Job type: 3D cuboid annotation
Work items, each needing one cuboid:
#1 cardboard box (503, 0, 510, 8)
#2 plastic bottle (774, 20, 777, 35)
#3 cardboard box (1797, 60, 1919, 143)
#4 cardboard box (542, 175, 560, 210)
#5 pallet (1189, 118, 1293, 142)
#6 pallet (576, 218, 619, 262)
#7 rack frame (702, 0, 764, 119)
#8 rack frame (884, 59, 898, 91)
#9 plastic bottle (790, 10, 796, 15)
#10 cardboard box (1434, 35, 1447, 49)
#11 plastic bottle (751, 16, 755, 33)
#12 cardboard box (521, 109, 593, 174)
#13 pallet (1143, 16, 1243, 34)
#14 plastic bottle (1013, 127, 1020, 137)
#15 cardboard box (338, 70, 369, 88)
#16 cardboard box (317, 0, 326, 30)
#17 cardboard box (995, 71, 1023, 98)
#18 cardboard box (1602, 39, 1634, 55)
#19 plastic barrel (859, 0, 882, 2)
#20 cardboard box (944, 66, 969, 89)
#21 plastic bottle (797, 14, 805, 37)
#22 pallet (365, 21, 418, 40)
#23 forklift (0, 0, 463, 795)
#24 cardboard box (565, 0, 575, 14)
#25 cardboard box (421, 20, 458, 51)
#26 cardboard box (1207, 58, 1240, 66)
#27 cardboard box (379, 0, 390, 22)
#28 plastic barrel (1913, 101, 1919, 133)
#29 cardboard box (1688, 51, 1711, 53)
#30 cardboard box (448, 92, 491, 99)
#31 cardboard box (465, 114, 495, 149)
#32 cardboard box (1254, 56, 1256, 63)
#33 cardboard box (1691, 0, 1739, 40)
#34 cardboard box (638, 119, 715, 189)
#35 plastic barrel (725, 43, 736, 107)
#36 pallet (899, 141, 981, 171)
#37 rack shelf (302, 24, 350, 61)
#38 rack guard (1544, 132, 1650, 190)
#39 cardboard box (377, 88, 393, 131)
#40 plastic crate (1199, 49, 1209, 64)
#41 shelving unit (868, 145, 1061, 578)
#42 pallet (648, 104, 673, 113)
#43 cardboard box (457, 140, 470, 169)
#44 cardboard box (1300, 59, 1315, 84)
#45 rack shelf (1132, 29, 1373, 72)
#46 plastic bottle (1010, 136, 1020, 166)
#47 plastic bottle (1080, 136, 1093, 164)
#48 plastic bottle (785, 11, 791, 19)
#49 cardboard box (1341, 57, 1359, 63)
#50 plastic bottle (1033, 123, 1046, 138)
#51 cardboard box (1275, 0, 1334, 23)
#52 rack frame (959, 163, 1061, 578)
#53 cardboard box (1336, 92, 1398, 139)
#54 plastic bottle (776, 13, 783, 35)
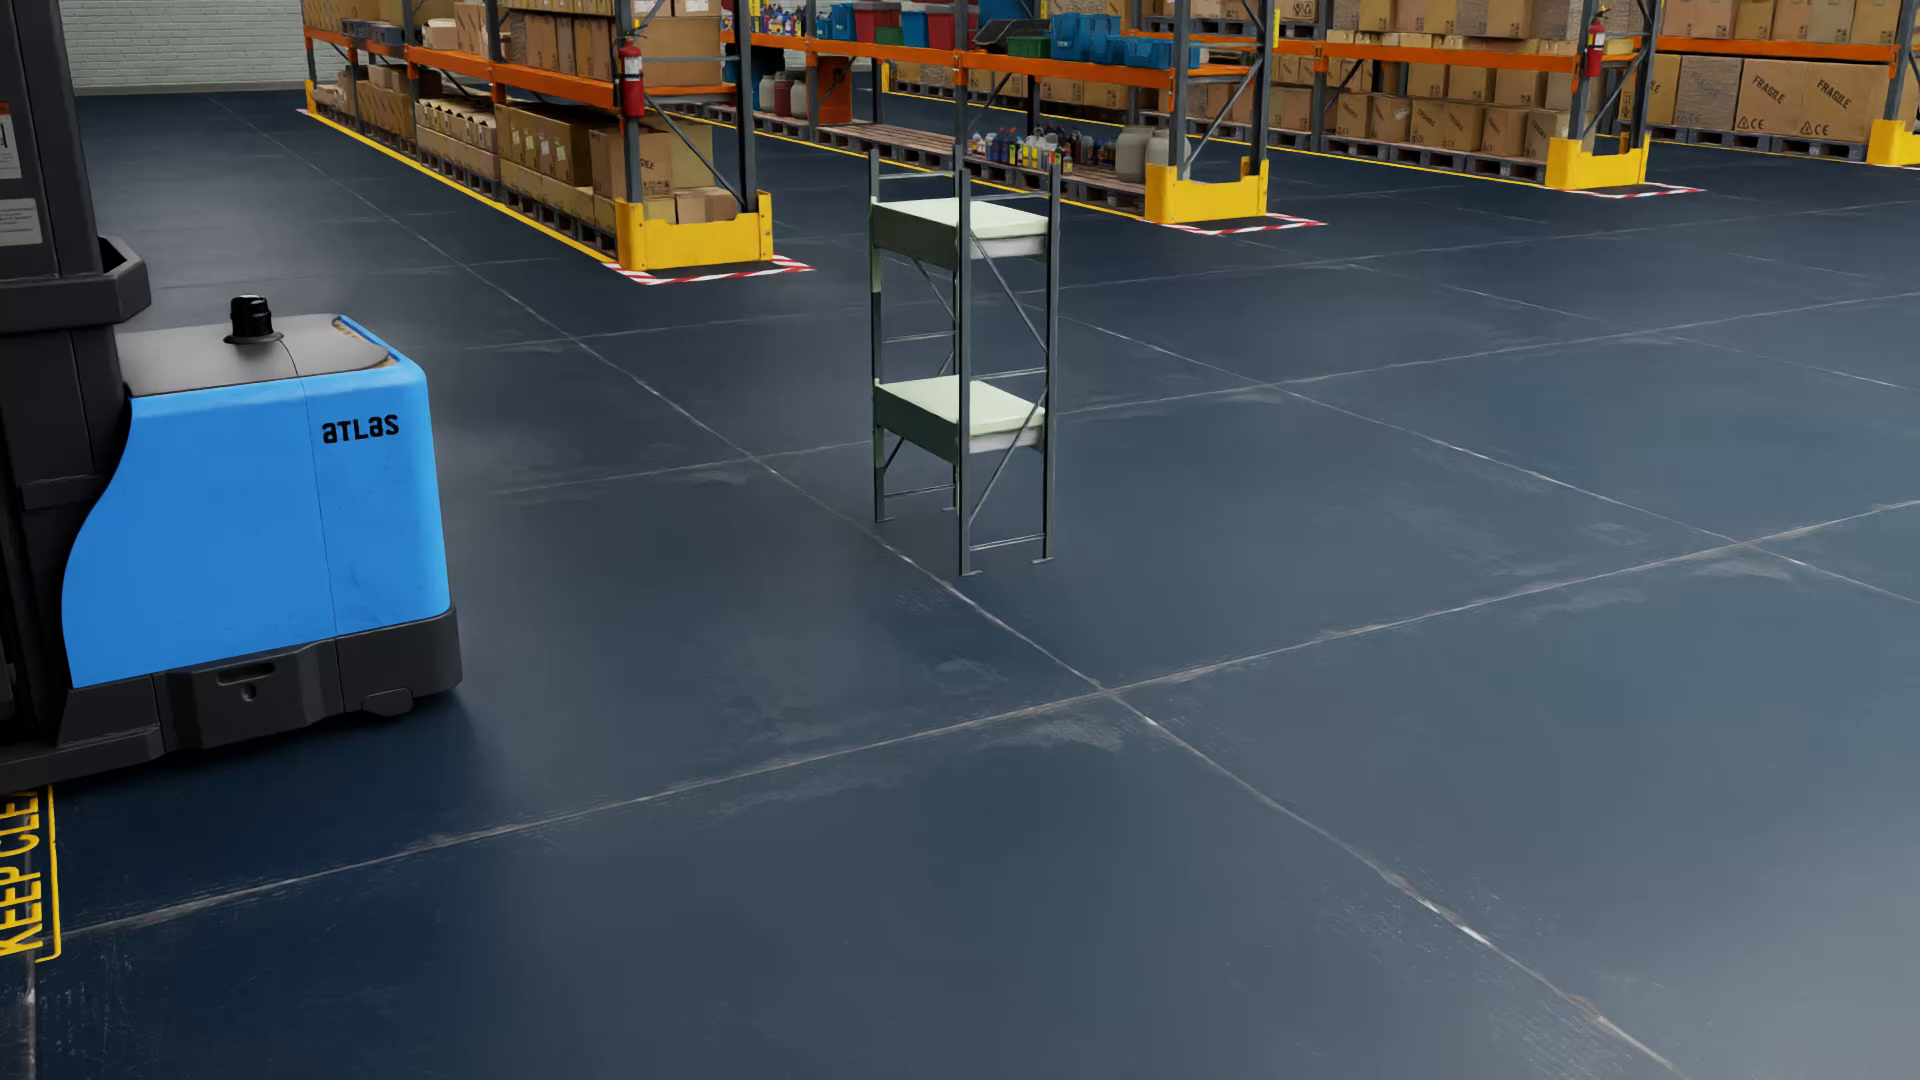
[{"bbox_3d":[-3.988,-4.973,15.296,0.380,0.149,0.250,-10,21,-27],"label":"cardboard box"},{"bbox_3d":[-2.431,-6.838,22.155,0.097,0.201,0.097,0,19,0],"label":"plastic bottle"},{"bbox_3d":[10.707,-5.229,19.799,0.875,0.875,0.875,-10,21,-26],"label":"cardboard box"},{"bbox_3d":[-3.284,-3.013,14.337,0.500,0.250,0.500,-10,21,-27],"label":"cardboard box"},{"bbox_3d":[3.820,-5.515,22.290,1.003,0.211,1.213,-10,21,-27],"label":"pallet"},{"bbox_3d":[-2.446,-2.472,13.473,1.003,0.211,1.213,-10,21,-27],"label":"pallet"},{"bbox_3d":[-3.383,-7.789,24.604,1.000,3.000,0.127,-10,21,-27],"label":"rack frame"},{"bbox_3d":[-0.924,-9.704,30.155,1.000,3.000,0.127,-10,21,-27],"label":"rack frame"},{"bbox_3d":[-2.325,-7.312,23.413,0.152,0.276,0.135,-10,21,-27],"label":"plastic bottle"},{"bbox_3d":[5.495,-5.539,18.470,0.380,0.149,0.250,-10,21,-27],"label":"cardboard box"},{"bbox_3d":[-2.784,-7.139,22.796,0.144,0.351,0.185,-10,21,-27],"label":"plastic bottle"},{"bbox_3d":[-3.526,-3.510,14.628,0.500,0.500,0.500,-10,21,-27],"label":"cardboard box"},{"bbox_3d":[3.307,-7.129,22.986,1.213,0.211,1.003,-10,21,-27],"label":"pallet"},{"bbox_3d":[0.561,-4.174,17.516,0.144,0.351,0.185,-10,21,-27],"label":"plastic bottle"},{"bbox_3d":[-8.641,-6.589,24.280,0.797,0.503,0.637,-10,21,-27],"label":"cardboard box"},{"bbox_3d":[-8.944,-7.614,23.945,0.500,0.500,0.500,-10,21,-26],"label":"cardboard box"},{"bbox_3d":[1.297,-7.569,26.582,1.225,0.875,0.875,-10,21,-26],"label":"cardboard box"},{"bbox_3d":[6.748,-5.111,17.229,0.380,0.149,0.250,-10,21,-27],"label":"cardboard box"},{"bbox_3d":[-0.997,-6.618,21.004,0.600,0.536,0.708,-10,21,-27],"label":"plastic barrel"},{"bbox_3d":[0.305,-8.210,28.439,0.875,0.875,0.875,-10,21,-27],"label":"cardboard box"},{"bbox_3d":[-2.051,-6.635,21.440,0.061,0.283,0.133,-10,21,-27],"label":"plastic bottle"},{"bbox_3d":[-6.772,-6.341,20.703,1.003,0.211,1.213,-10,21,-27],"label":"pallet"},{"bbox_3d":[-3.061,-0.749,4.307,3.031,2.935,1.130,-12,22,-31],"label":"forklift"},{"bbox_3d":[-3.011,-4.383,13.587,0.380,0.149,0.250,-9,21,-25],"label":"cardboard box"},{"bbox_3d":[-5.591,-5.545,18.239,0.500,0.311,0.500,-10,22,-27],"label":"cardboard box"},{"bbox_3d":[3.480,-6.450,22.733,0.500,0.250,0.500,-7,20,-21],"label":"cardboard box"},{"bbox_3d":[-6.851,-6.770,20.857,0.700,0.500,0.500,-17,25,-40],"label":"cardboard box"},{"bbox_3d":[13.082,-5.786,22.752,0.512,0.421,0.421,4,19,11],"label":"plastic barrel"},{"bbox_3d":[14.590,-9.408,32.487,0.500,0.500,0.500,-11,22,-28],"label":"cardboard box"},{"bbox_3d":[-5.810,-5.075,19.899,0.500,0.500,0.500,-9,21,-24],"label":"cardboard box"},{"bbox_3d":[-4.643,-4.110,16.655,0.500,0.311,0.500,-9,21,-25],"label":"cardboard box"},{"bbox_3d":[5.407,-8.558,29.649,0.380,0.149,0.250,-9,21,-24],"label":"cardboard box"},{"bbox_3d":[9.807,-6.638,21.039,0.875,0.550,0.550,-10,21,-27],"label":"cardboard box"},{"bbox_3d":[-2.344,-3.162,13.619,0.500,0.500,0.500,-10,21,-27],"label":"cardboard box"},{"bbox_3d":[-3.140,-6.836,24.418,0.600,0.901,0.708,-10,21,-27],"label":"plastic barrel"},{"bbox_3d":[0.008,-4.393,19.039,1.003,0.211,1.213,-10,21,-27],"label":"pallet"},{"bbox_3d":[-8.694,-7.256,24.165,1.077,0.370,4.000,-10,21,-27],"label":"rack shelf"},{"bbox_3d":[6.638,-3.951,17.315,1.175,0.500,0.348,-10,21,-27],"label":"rack guard"},{"bbox_3d":[-6.996,-5.431,20.929,0.500,0.500,0.500,-11,22,-29],"label":"cardboard box"},{"bbox_3d":[2.173,-4.526,15.553,0.298,0.136,0.250,-10,21,-27],"label":"plastic crate"},{"bbox_3d":[0.003,-0.707,6.381,0.431,1.500,0.755,-10,21,-27],"label":"shelving unit"},{"bbox_3d":[-4.350,-7.026,26.669,1.003,0.211,1.213,-10,21,-27],"label":"pallet"},{"bbox_3d":[-4.879,-3.991,17.170,0.500,0.250,0.500,-9,21,-25],"label":"cardboard box"},{"bbox_3d":[6.019,-7.759,27.706,0.500,0.500,0.500,-10,21,-26],"label":"cardboard box"},{"bbox_3d":[3.825,-6.493,21.953,1.077,0.370,4.000,-10,21,-27],"label":"rack shelf"},{"bbox_3d":[0.565,-4.012,17.149,0.061,0.283,0.133,-9,21,-24],"label":"plastic bottle"},{"bbox_3d":[1.293,-4.077,17.349,0.152,0.276,0.135,-10,21,-26],"label":"plastic bottle"},{"bbox_3d":[-2.426,-7.285,23.342,0.097,0.271,0.097,0,19,0],"label":"plastic bottle"},{"bbox_3d":[6.483,-7.817,26.725,0.500,0.250,0.500,-10,21,-26],"label":"cardboard box"},{"bbox_3d":[0.848,-4.285,17.838,0.144,0.351,0.185,-10,21,-27],"label":"plastic bottle"},{"bbox_3d":[4.520,-6.991,20.729,1.000,1.000,1.000,-10,21,-26],"label":"cardboard box"},{"bbox_3d":[0.177,-0.602,6.077,0.400,1.500,0.023,-10,21,-27],"label":"rack frame"},{"bbox_3d":[4.929,-5.155,20.160,0.500,0.500,0.500,-11,22,-28],"label":"cardboard box"},{"bbox_3d":[-2.385,-6.843,22.062,0.097,0.271,0.097,0,19,0],"label":"plastic bottle"}]
